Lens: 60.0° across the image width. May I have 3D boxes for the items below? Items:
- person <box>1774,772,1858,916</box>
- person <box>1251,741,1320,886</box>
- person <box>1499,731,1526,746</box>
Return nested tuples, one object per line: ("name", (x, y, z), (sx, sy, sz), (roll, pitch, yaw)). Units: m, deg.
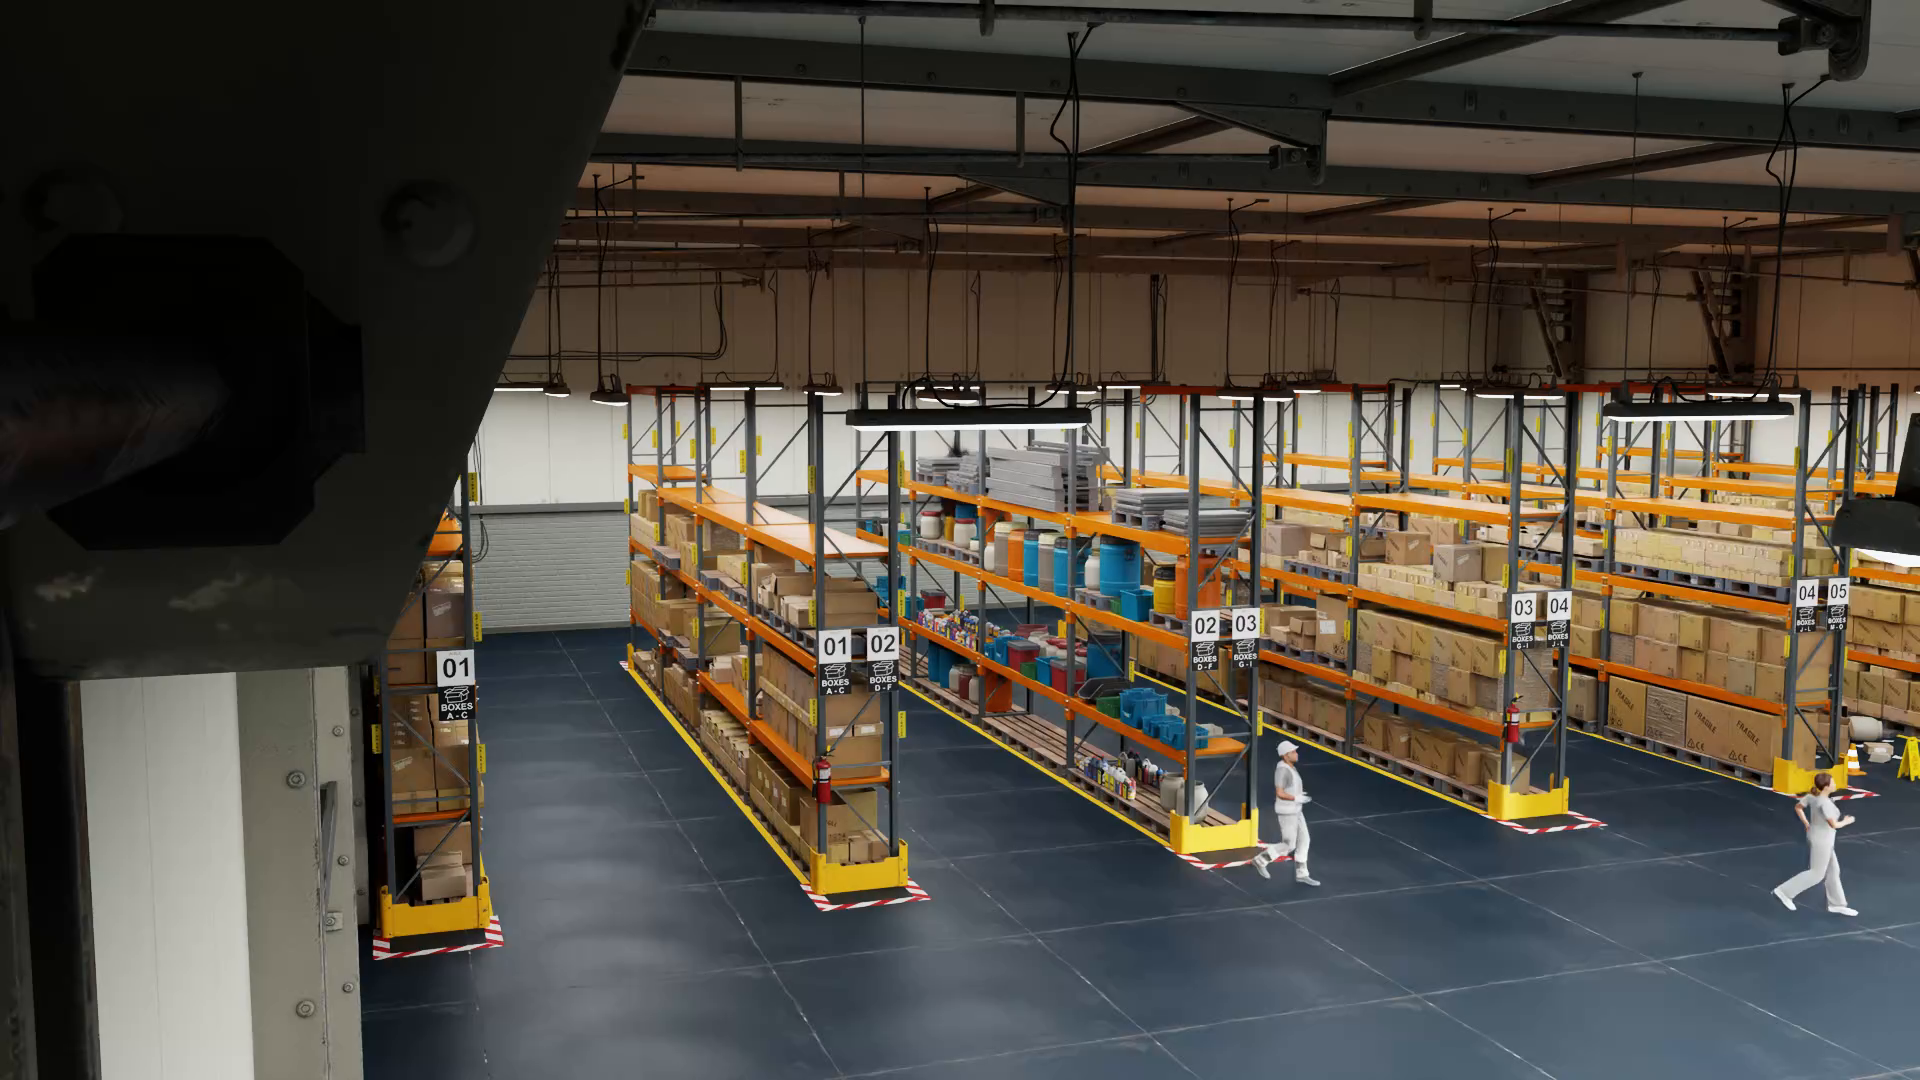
("person", (9.903, 3.498, 19.186), (0.929, 1.662, 0.584), (1, 6, 10))
("person", (4.001, 3.347, 20.362), (0.828, 1.792, 0.667), (2, 6, 21))
("person", (9.344, 2.607, 27.608), (0.724, 1.714, 0.797), (-2, 6, -21))
